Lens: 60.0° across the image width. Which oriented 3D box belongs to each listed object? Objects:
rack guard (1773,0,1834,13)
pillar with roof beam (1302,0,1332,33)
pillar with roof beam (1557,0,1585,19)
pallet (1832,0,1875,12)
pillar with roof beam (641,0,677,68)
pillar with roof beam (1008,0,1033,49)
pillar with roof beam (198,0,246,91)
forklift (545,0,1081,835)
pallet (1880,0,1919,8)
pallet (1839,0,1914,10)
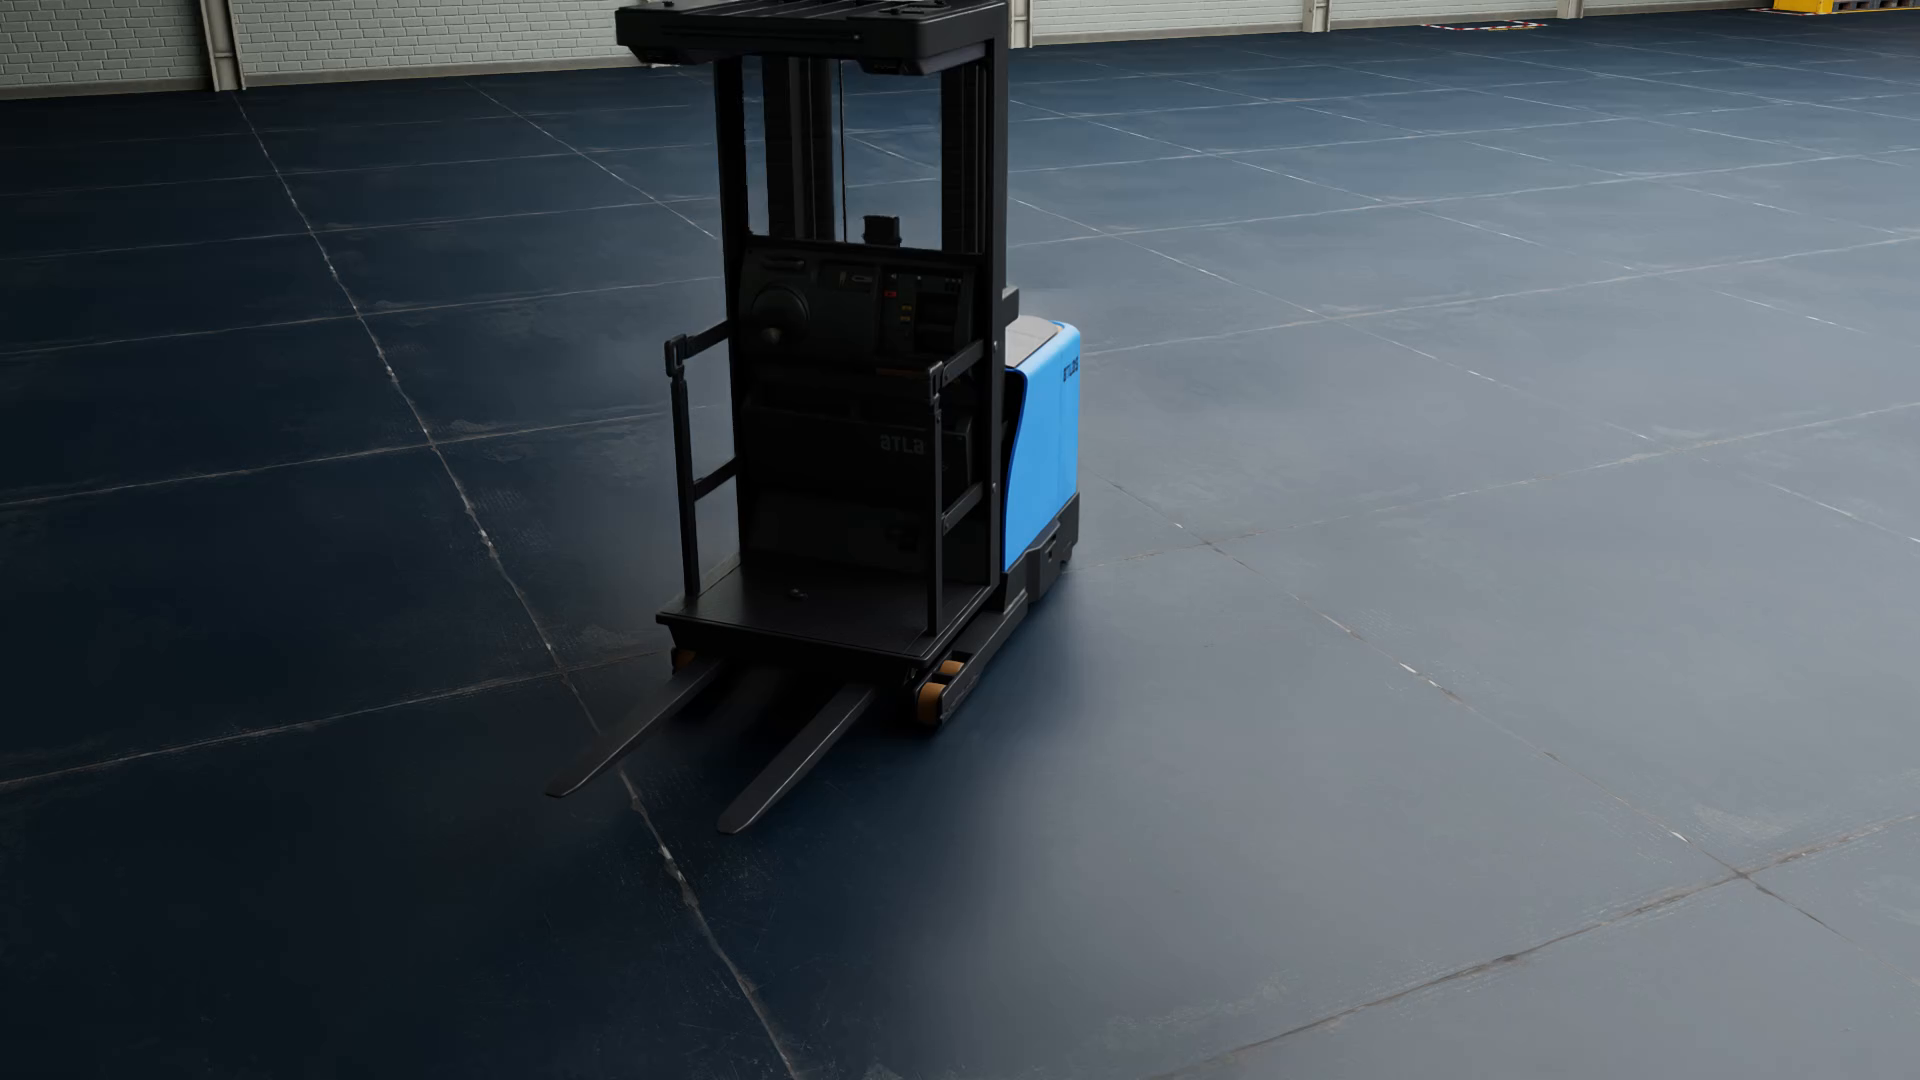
[{"bbox_3d":[16.973,-10.902,33.434,0.348,0.500,1.175,-10,25,-24],"label":"rack guard"},{"bbox_3d":[8.215,-11.756,24.385,0.400,9.000,9.100,-10,25,-24],"label":"pillar with roof beam"},{"bbox_3d":[13.621,-12.752,26.790,0.400,9.000,9.100,-10,25,-24],"label":"pillar with roof beam"},{"bbox_3d":[17.721,-10.891,33.785,1.213,0.211,1.003,-10,25,-24],"label":"pallet"},{"bbox_3d":[-2.598,-9.766,19.577,0.400,9.000,9.100,-10,25,-24],"label":"pillar with roof beam"},{"bbox_3d":[2.808,-10.761,21.981,0.400,9.000,9.100,-10,25,-24],"label":"pillar with roof beam"},{"bbox_3d":[-8.004,-8.771,17.172,0.400,9.000,9.100,-10,25,-24],"label":"pillar with roof beam"},{"bbox_3d":[-0.460,-0.846,5.962,1.130,2.935,3.031,8,24,19],"label":"forklift"},{"bbox_3d":[19.919,-11.296,34.763,1.213,0.211,1.003,-10,25,-24],"label":"pallet"},{"bbox_3d":[18.818,-11.092,34.270,1.213,0.211,1.003,-10,25,-24],"label":"pallet"}]
